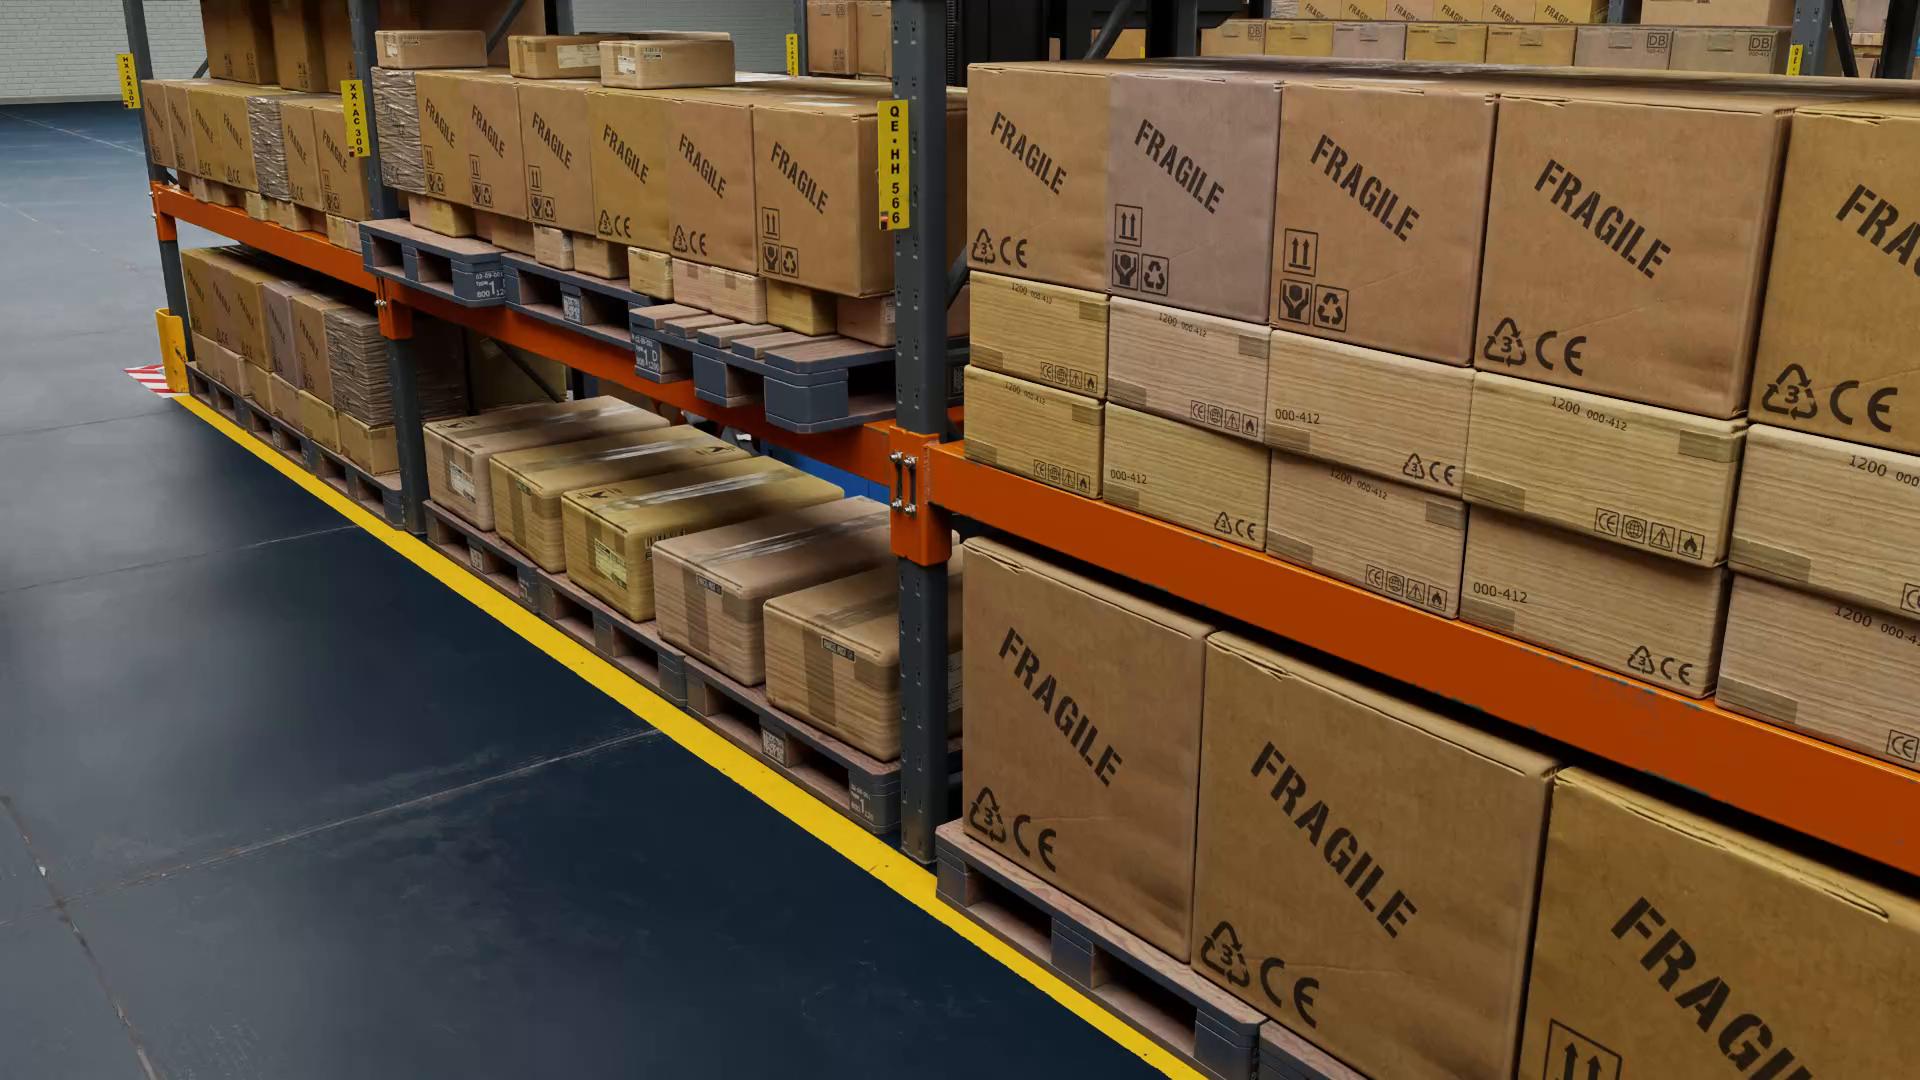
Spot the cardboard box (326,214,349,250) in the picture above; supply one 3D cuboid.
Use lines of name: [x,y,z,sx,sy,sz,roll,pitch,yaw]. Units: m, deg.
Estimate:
cardboard box: [-2.831,-1.510,8.049,0.380,0.149,0.250,-13,23,-35]

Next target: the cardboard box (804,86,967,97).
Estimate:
cardboard box: [-0.176,-1.234,5.518,0.500,0.500,0.500,-13,22,-33]

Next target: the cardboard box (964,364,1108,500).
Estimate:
cardboard box: [0.358,-0.322,4.303,0.500,0.250,0.500,-14,23,-37]

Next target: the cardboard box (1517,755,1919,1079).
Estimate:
cardboard box: [1.720,0.873,3.165,0.875,0.875,0.875,-13,22,-35]

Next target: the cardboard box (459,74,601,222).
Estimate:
cardboard box: [-1.558,-1.518,6.374,0.500,0.500,0.500,-14,23,-36]

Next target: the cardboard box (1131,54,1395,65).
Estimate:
cardboard box: [0.777,-1.009,4.388,0.500,0.500,0.500,-15,23,-38]

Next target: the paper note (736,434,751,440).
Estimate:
paper note: [-1.224,-0.603,9.635,0.148,0.019,0.142,-14,23,-36]

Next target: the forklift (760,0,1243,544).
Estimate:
forklift: [0.606,-1.436,7.536,3.031,2.935,1.130,-4,19,-12]

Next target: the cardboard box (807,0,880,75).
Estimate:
cardboard box: [-0.698,-4.010,13.246,0.875,0.550,0.550,-14,23,-36]

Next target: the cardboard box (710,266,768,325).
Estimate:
cardboard box: [-0.551,-0.784,5.188,0.380,0.149,0.250,-14,23,-37]

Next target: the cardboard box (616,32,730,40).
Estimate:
cardboard box: [-1.142,-1.945,6.632,0.380,0.149,0.250,-15,24,-38]

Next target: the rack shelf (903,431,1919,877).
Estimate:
rack shelf: [1.493,0.271,3.417,1.077,0.370,4.000,-14,23,-36]

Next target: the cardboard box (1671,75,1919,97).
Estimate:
cardboard box: [1.714,-0.634,3.257,0.500,0.500,0.500,-14,23,-37]

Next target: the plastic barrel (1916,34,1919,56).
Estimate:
plastic barrel: [9.421,-4.533,15.984,0.600,0.901,0.708,-14,23,-36]

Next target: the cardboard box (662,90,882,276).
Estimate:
cardboard box: [-0.578,-1.134,5.216,0.500,0.500,0.500,-14,23,-37]

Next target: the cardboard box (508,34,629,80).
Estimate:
cardboard box: [-1.462,-1.812,6.232,0.380,0.149,0.250,-12,22,-33]

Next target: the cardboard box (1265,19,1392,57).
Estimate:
cardboard box: [2.219,-2.815,9.841,0.700,0.500,0.500,-14,23,-37]

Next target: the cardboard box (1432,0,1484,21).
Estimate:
cardboard box: [4.420,-4.450,14.307,0.500,0.500,0.500,-14,23,-36]

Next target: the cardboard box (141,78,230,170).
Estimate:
cardboard box: [-4.639,-2.552,10.167,0.500,0.500,0.500,-14,23,-37]

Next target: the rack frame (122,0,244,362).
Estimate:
rack frame: [-4.716,-2.535,10.745,1.000,3.000,0.127,-14,23,-36]

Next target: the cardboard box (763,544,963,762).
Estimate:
cardboard box: [-0.092,0.344,5.565,0.950,0.372,0.625,-16,24,-40]

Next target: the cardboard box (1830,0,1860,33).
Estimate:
cardboard box: [11.464,-6.806,21.420,0.700,0.500,0.500,-15,23,-38]

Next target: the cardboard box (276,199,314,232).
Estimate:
cardboard box: [-3.304,-1.699,8.622,0.380,0.149,0.250,-14,23,-37]

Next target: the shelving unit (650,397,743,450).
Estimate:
shelving unit: [-1.220,-0.492,7.855,0.215,0.252,1.050,-12,63,-31]

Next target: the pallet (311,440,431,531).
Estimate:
pallet: [-2.677,-0.384,8.686,1.003,0.211,1.213,-14,23,-36]

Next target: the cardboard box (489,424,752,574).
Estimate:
cardboard box: [-1.456,-0.196,7.194,0.950,0.372,0.625,-12,22,-33]

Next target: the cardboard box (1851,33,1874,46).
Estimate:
cardboard box: [11.538,-6.364,21.119,0.380,0.149,0.250,-15,23,-38]

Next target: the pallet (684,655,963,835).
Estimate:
pallet: [-0.233,0.568,5.813,1.003,0.211,1.213,-14,23,-36]

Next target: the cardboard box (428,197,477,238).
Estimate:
cardboard box: [-1.989,-1.368,6.953,0.380,0.149,0.250,-13,23,-35]

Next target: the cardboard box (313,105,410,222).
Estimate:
cardboard box: [-2.703,-1.799,7.890,0.500,0.500,0.500,-15,23,-37]

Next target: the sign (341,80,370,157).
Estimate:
sign: [-2.653,-1.852,7.307,0.100,0.325,0.005,-14,23,-36]

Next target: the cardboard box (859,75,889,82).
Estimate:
cardboard box: [-0.274,-3.383,13.069,0.875,0.550,0.550,-14,23,-36]

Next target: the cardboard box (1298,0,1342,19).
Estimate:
cardboard box: [3.485,-4.819,15.420,0.500,0.500,0.500,-14,23,-36]

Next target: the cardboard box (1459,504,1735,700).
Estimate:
cardboard box: [1.321,0.052,3.172,0.500,0.250,0.500,-14,23,-36]

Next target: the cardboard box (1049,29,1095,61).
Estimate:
cardboard box: [0.951,-3.334,11.204,0.875,0.550,0.550,-14,23,-36]

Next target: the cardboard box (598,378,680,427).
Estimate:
cardboard box: [-1.831,-0.893,9.760,0.500,0.500,0.500,1,18,2]

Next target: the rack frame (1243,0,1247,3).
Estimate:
rack frame: [3.053,-4.469,16.586,1.000,3.000,0.127,-14,23,-36]

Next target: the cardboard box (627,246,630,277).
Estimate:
cardboard box: [-0.940,-0.999,5.838,0.380,0.149,0.250,-14,23,-36]

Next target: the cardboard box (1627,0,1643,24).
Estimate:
cardboard box: [5.456,-4.307,13.875,0.500,0.500,0.500,-14,23,-36]

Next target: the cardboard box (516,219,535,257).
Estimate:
cardboard box: [-1.474,-1.180,6.386,0.380,0.149,0.250,-14,23,-36]

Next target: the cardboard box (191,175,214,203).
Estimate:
cardboard box: [-4.277,-2.079,9.769,0.380,0.149,0.250,-14,23,-35]

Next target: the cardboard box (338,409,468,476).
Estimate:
cardboard box: [-2.810,-0.536,8.416,0.500,0.250,0.500,-13,22,-34]

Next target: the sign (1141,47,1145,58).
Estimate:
sign: [1.151,-2.880,10.285,0.100,0.325,0.005,-14,23,-36]

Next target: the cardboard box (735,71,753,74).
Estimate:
cardboard box: [-1.141,-1.618,6.676,0.500,0.500,0.500,-13,22,-34]

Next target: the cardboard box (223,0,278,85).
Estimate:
cardboard box: [-3.919,-2.988,9.893,0.700,0.500,0.500,-14,23,-36]

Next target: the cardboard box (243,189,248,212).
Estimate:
cardboard box: [-3.738,-1.898,9.221,0.380,0.149,0.250,-15,23,-38]

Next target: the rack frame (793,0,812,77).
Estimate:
rack frame: [-0.898,-3.526,13.738,1.000,3.000,0.127,-14,23,-36]

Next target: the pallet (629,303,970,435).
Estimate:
pallet: [-0.275,-0.627,5.290,1.213,0.211,1.003,-14,23,-36]

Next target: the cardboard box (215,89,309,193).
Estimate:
cardboard box: [-3.676,-2.176,9.031,0.500,0.500,0.500,-15,23,-37]

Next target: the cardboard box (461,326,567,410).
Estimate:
cardboard box: [-2.387,-0.997,8.615,0.500,0.500,0.500,-13,22,-34]

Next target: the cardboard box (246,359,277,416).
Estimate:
cardboard box: [-3.772,-0.917,9.565,0.500,0.250,0.500,-12,22,-32]

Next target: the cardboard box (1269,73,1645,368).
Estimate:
cardboard box: [0.991,-0.665,3.350,0.500,0.500,0.500,-13,22,-35]

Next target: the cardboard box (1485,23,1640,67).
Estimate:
cardboard box: [3.163,-2.439,8.708,0.700,0.500,0.500,-14,23,-37]

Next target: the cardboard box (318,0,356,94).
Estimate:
cardboard box: [-2.926,-2.622,8.787,0.700,0.500,0.500,-15,23,-37]

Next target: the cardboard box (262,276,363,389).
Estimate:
cardboard box: [-3.445,-1.143,9.055,0.500,0.500,0.500,-13,22,-33]

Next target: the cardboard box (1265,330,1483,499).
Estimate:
cardboard box: [0.992,-0.304,3.451,0.500,0.250,0.500,-14,23,-36]

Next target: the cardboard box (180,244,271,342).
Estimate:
cardboard box: [-4.416,-1.526,10.213,0.500,0.500,0.500,-15,23,-38]

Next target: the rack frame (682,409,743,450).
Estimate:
rack frame: [-1.177,-0.559,7.763,0.200,0.008,1.050,-12,63,-31]
